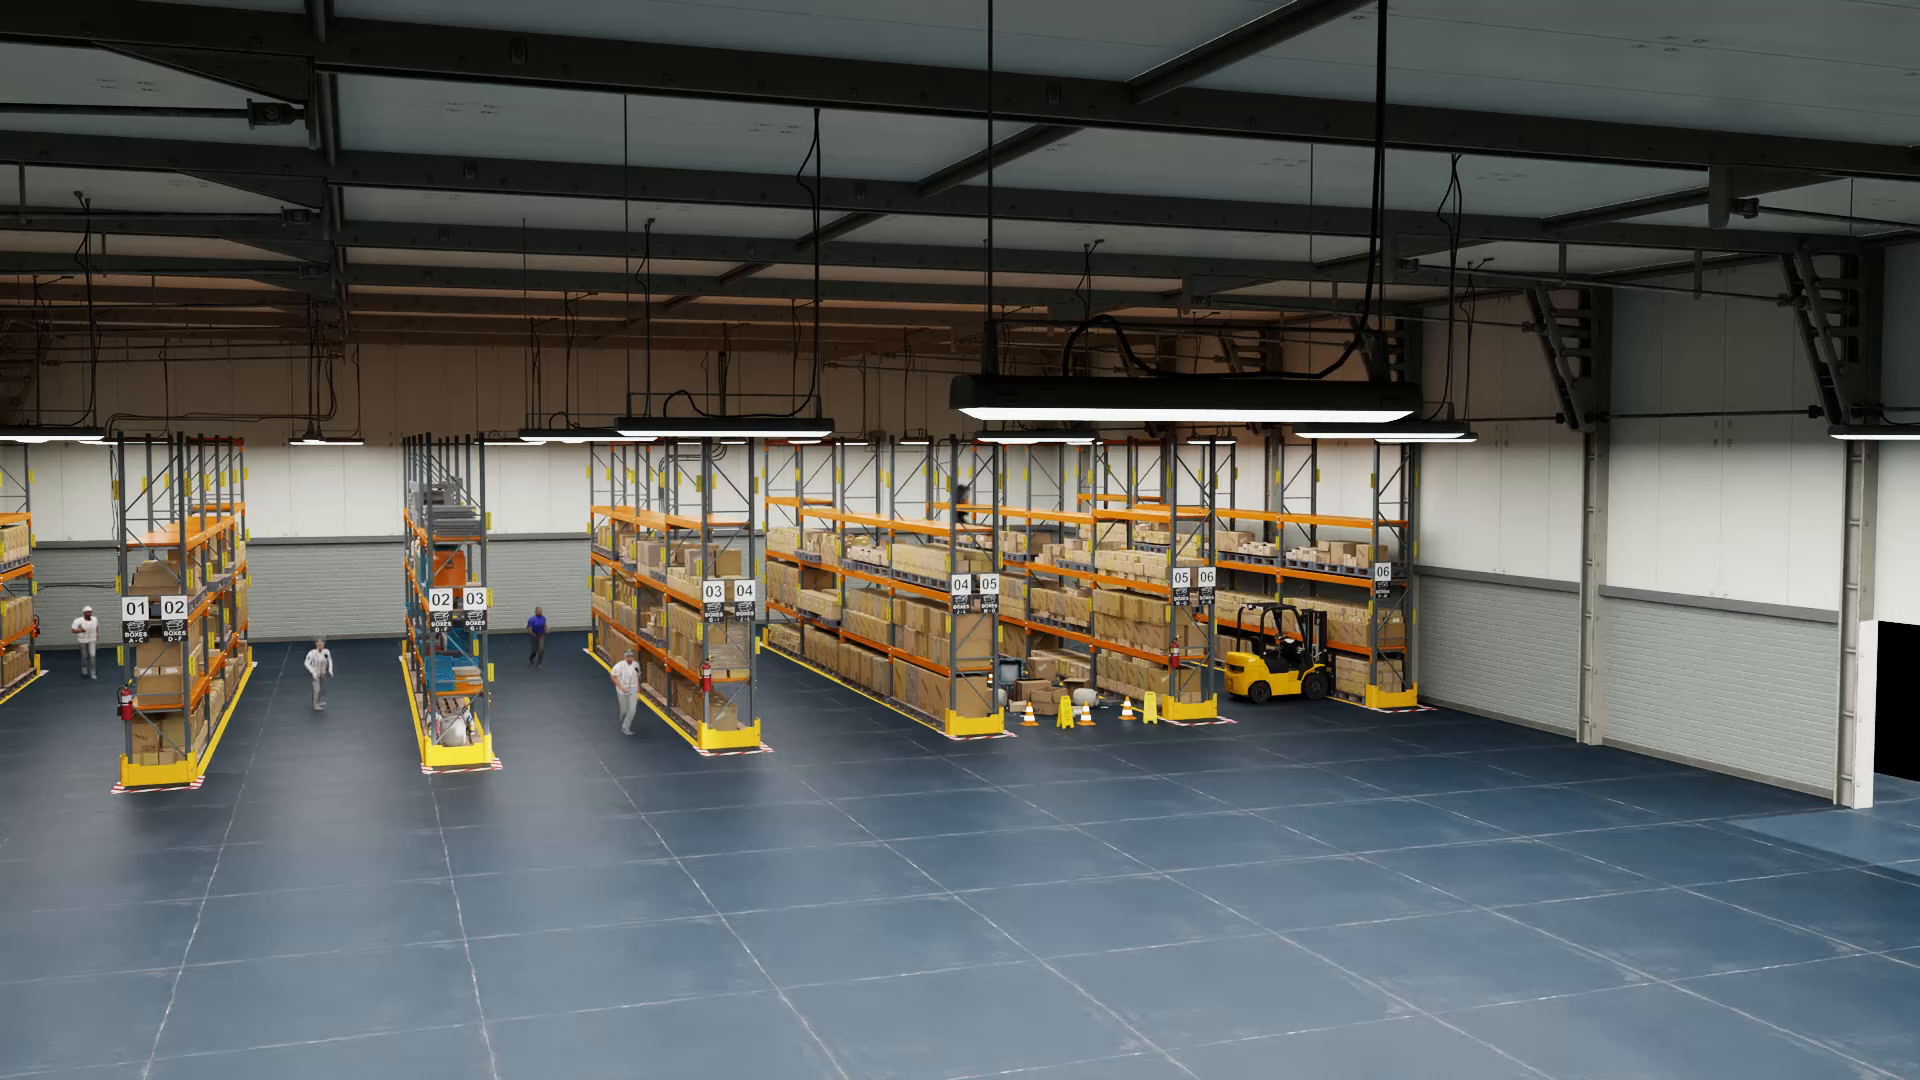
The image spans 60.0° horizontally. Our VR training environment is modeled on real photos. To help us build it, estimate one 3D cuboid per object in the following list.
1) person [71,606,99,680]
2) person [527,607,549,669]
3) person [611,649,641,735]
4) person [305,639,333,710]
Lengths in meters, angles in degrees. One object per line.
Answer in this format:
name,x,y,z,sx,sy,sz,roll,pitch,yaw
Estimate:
person,-21.723,2.551,41.318,0.659,1.814,0.853,-3,4,-39
person,-11.032,2.531,43.307,0.576,1.607,0.713,-2,4,-32
person,-6.714,3.023,33.412,0.648,1.729,0.658,-1,3,-25
person,-14.033,2.919,36.324,0.785,1.582,0.598,3,4,45
